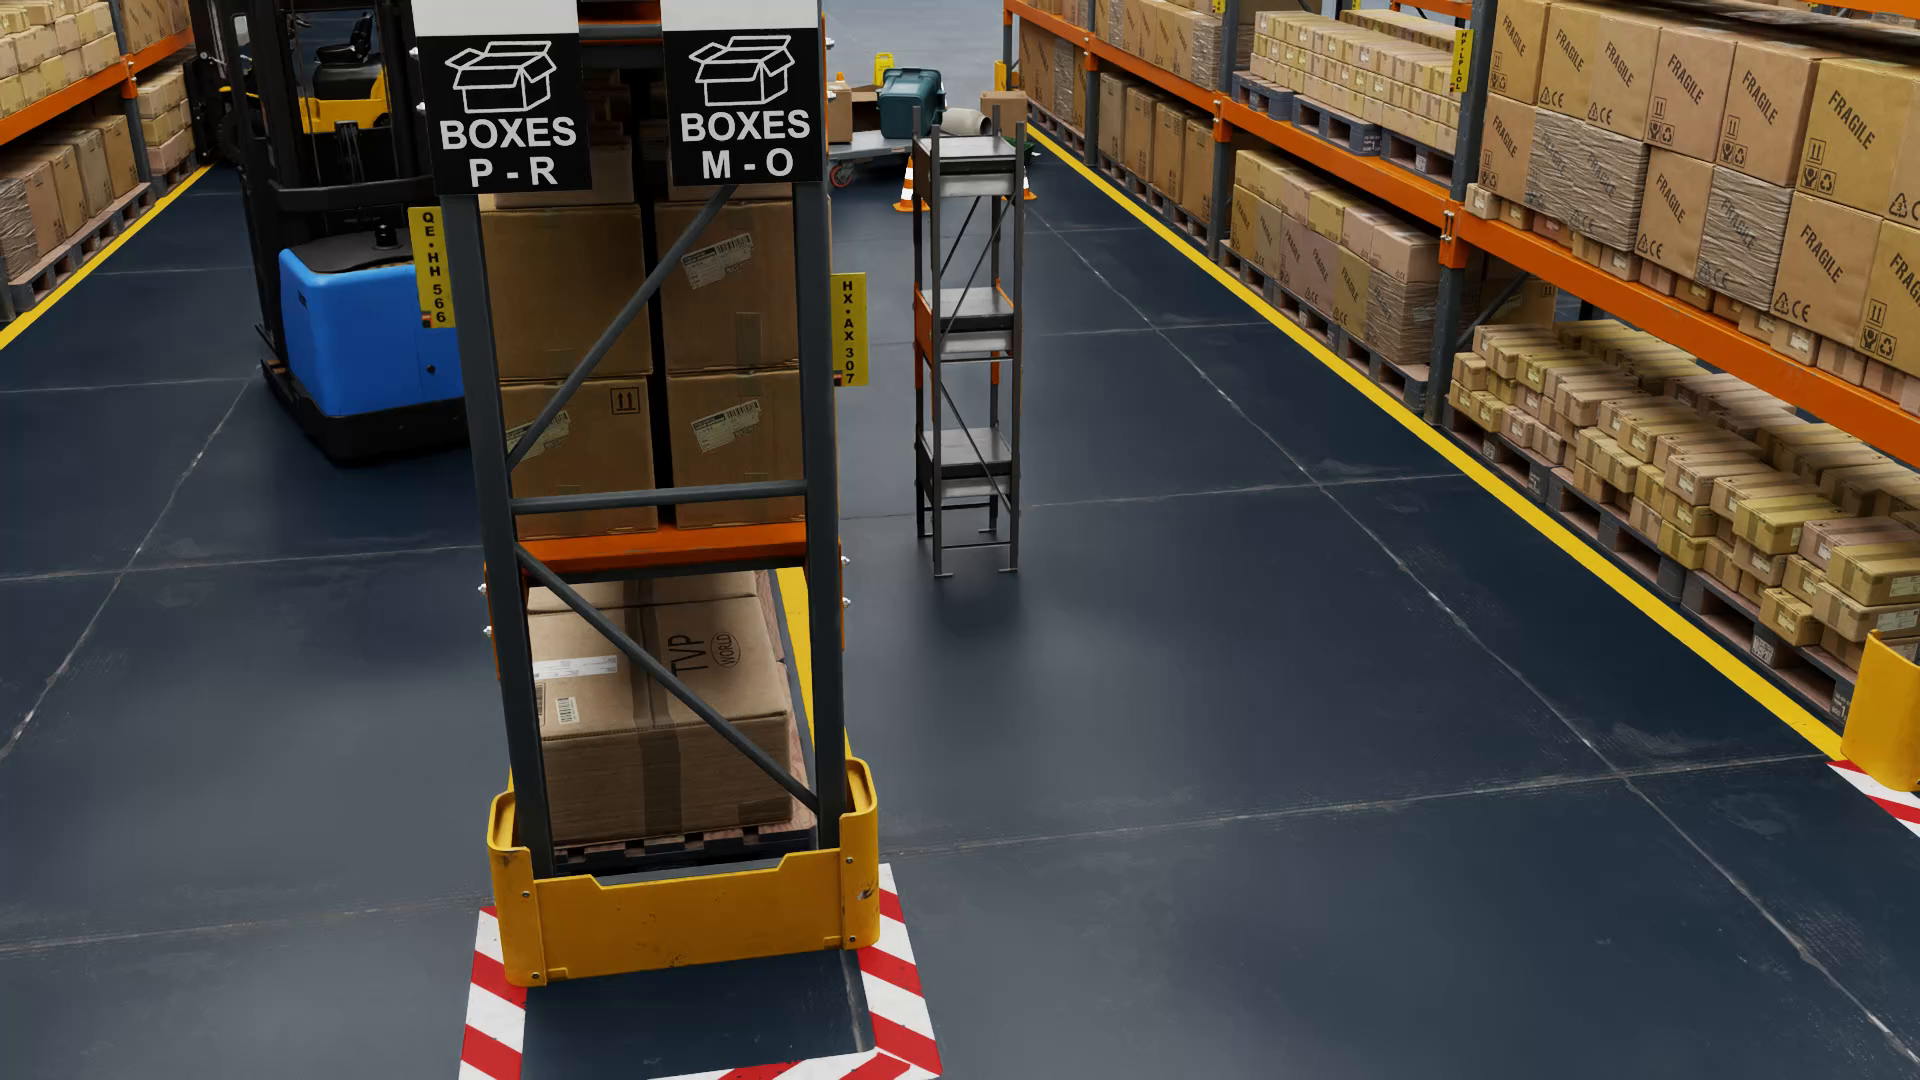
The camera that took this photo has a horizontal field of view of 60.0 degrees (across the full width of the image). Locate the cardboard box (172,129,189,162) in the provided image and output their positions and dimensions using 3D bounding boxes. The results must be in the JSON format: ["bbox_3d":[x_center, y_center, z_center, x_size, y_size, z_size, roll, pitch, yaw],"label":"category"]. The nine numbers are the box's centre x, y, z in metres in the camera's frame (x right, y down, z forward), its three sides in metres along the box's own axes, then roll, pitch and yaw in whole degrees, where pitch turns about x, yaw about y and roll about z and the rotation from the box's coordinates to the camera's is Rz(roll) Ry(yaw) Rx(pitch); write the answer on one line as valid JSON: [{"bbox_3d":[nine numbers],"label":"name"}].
[{"bbox_3d":[-7.826,-3.813,16.144,0.500,0.250,0.500,-5,24,-11],"label":"cardboard box"}]

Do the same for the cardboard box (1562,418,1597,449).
[{"bbox_3d":[3.292,-0.550,8.426,0.380,0.149,0.250,-3,24,-7],"label":"cardboard box"}]

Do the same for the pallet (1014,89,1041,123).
[{"bbox_3d":[1.255,-5.229,19.960,1.003,0.211,1.213,-4,24,-10],"label":"pallet"}]

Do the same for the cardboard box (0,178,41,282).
[{"bbox_3d":[-7.315,-2.245,12.085,0.875,0.625,0.625,-4,24,-8],"label":"cardboard box"}]

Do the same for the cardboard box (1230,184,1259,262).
[{"bbox_3d":[2.390,-2.419,12.640,0.500,0.500,0.500,-5,24,-12],"label":"cardboard box"}]

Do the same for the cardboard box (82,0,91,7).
[{"bbox_3d":[-7.606,-4.593,14.082,0.380,0.149,0.250,-5,24,-11],"label":"cardboard box"}]

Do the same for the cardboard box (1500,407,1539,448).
[{"bbox_3d":[3.147,-0.616,8.951,0.380,0.149,0.250,-4,24,-10],"label":"cardboard box"}]

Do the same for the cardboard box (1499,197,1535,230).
[{"bbox_3d":[3.101,-1.749,8.821,0.380,0.149,0.250,-4,24,-8],"label":"cardboard box"}]

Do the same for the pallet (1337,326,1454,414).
[{"bbox_3d":[3.104,-1.124,10.560,1.003,0.211,1.213,-4,24,-10],"label":"pallet"}]

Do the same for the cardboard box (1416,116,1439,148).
[{"bbox_3d":[2.933,-2.417,9.825,0.380,0.149,0.250,-4,24,-9],"label":"cardboard box"}]

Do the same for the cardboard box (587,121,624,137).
[{"bbox_3d":[-1.190,-1.142,4.933,0.380,0.149,0.250,-4,24,-9],"label":"cardboard box"}]

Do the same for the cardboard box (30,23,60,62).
[{"bbox_3d":[-7.345,-3.851,12.882,0.500,0.250,0.500,-4,24,-9],"label":"cardboard box"}]

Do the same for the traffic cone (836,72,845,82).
[{"bbox_3d":[-1.440,-5.390,20.012,0.336,0.463,0.334,-4,24,-10],"label":"traffic cone"}]

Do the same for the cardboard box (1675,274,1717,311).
[{"bbox_3d":[3.434,-1.131,7.406,0.380,0.149,0.250,-4,24,-9],"label":"cardboard box"}]

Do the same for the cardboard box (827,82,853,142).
[{"bbox_3d":[-1.332,-4.182,16.254,0.500,0.500,0.500,-4,24,-10],"label":"cardboard box"}]

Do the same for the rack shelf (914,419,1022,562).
[{"bbox_3d":[0.031,-0.243,7.966,0.431,0.518,0.480,-4,24,-10],"label":"rack shelf"}]

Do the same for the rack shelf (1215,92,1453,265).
[{"bbox_3d":[2.880,-2.553,11.246,1.077,0.370,4.000,-4,24,-10],"label":"rack shelf"}]

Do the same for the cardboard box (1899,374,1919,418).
[{"bbox_3d":[3.651,-0.515,5.995,0.380,0.149,0.250,-4,24,-10],"label":"cardboard box"}]

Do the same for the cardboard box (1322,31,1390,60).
[{"bbox_3d":[2.650,-3.306,11.118,0.380,0.149,0.250,-4,24,-8],"label":"cardboard box"}]

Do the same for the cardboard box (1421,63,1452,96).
[{"bbox_3d":[2.933,-2.695,9.719,0.380,0.149,0.250,-5,24,-11],"label":"cardboard box"}]

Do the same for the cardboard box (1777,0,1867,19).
[{"bbox_3d":[7.264,-4.444,14.029,0.500,0.500,0.500,-7,25,-16],"label":"cardboard box"}]

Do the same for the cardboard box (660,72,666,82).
[{"bbox_3d":[-0.876,-1.589,5.956,0.380,0.149,0.250,-4,24,-9],"label":"cardboard box"}]

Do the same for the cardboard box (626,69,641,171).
[{"bbox_3d":[-1.659,-1.789,7.225,0.500,0.500,0.500,-5,24,-10],"label":"cardboard box"}]

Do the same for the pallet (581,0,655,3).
[{"bbox_3d":[-1.004,-1.741,4.853,1.003,0.211,1.213,-4,24,-10],"label":"pallet"}]

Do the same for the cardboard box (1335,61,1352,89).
[{"bbox_3d":[2.695,-3.066,10.939,0.380,0.149,0.250,-3,24,-8],"label":"cardboard box"}]

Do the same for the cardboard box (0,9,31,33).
[{"bbox_3d":[-7.232,-3.891,12.477,0.380,0.149,0.250,-4,24,-9],"label":"cardboard box"}]

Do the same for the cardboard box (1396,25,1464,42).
[{"bbox_3d":[3.236,-3.458,11.467,0.380,0.149,0.250,-4,24,-10],"label":"cardboard box"}]

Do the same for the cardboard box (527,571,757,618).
[{"bbox_3d":[-1.254,0.254,6.598,0.875,0.438,0.875,-4,24,-8],"label":"cardboard box"}]

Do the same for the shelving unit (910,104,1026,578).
[{"bbox_3d":[0.031,-0.897,7.681,0.431,2.100,0.503,-4,24,-10],"label":"shelving unit"}]

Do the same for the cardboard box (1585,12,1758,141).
[{"bbox_3d":[3.267,-2.137,7.651,0.500,0.500,0.500,-4,24,-9],"label":"cardboard box"}]

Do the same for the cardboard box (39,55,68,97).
[{"bbox_3d":[-7.340,-3.623,12.984,0.500,0.250,0.500,-4,24,-8],"label":"cardboard box"}]

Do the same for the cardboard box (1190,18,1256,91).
[{"bbox_3d":[2.163,-3.872,13.244,0.500,0.500,0.500,-4,24,-10],"label":"cardboard box"}]

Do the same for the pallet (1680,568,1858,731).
[{"bbox_3d":[3.860,0.403,7.063,1.003,0.211,1.213,-4,24,-10],"label":"pallet"}]

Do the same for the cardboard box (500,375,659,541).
[{"bbox_3d":[-1.206,-0.332,5.138,0.500,0.500,0.500,-4,24,-9],"label":"cardboard box"}]

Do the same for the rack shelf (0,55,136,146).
[{"bbox_3d":[-7.583,-3.351,13.074,1.077,0.370,4.000,-4,24,-10],"label":"rack shelf"}]

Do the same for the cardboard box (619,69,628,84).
[{"bbox_3d":[-1.508,-1.849,6.551,0.380,0.149,0.250,-4,24,-10],"label":"cardboard box"}]

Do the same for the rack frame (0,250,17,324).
[{"bbox_3d":[-7.213,-2.894,11.129,1.000,3.000,0.127,-4,24,-10],"label":"rack frame"}]

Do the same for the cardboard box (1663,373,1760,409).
[{"bbox_3d":[3.823,-0.731,8.471,0.380,0.149,0.250,-5,24,-12],"label":"cardboard box"}]

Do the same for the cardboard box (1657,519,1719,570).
[{"bbox_3d":[3.408,0.004,7.530,0.380,0.149,0.250,-5,24,-12],"label":"cardboard box"}]

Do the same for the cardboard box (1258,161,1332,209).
[{"bbox_3d":[2.493,-2.571,12.051,0.500,0.250,0.500,-5,24,-10],"label":"cardboard box"}]

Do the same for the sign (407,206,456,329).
[{"bbox_3d":[-1.393,-0.721,4.410,0.100,0.325,0.005,-4,24,-10],"label":"sign"}]

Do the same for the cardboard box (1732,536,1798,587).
[{"bbox_3d":[3.513,0.064,7.020,0.380,0.149,0.250,-5,24,-12],"label":"cardboard box"}]

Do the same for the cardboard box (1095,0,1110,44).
[{"bbox_3d":[1.603,-5.062,15.967,0.500,0.500,0.500,-4,24,-9],"label":"cardboard box"}]

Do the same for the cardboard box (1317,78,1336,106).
[{"bbox_3d":[2.641,-3.034,11.239,0.380,0.149,0.250,-4,24,-9],"label":"cardboard box"}]

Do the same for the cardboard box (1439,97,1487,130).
[{"bbox_3d":[2.982,-2.451,9.533,0.380,0.149,0.250,-4,24,-8],"label":"cardboard box"}]

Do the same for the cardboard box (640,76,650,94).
[{"bbox_3d":[-1.049,-1.629,6.858,0.500,0.500,0.500,-4,24,-9],"label":"cardboard box"}]

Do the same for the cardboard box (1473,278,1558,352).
[{"bbox_3d":[3.374,-1.453,10.428,0.500,0.500,0.500,-3,24,-8],"label":"cardboard box"}]

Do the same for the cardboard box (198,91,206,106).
[{"bbox_3d":[-8.008,-4.438,16.949,0.500,0.250,0.500,-4,24,-10],"label":"cardboard box"}]

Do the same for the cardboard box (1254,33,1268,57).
[{"bbox_3d":[2.402,-3.678,12.341,0.380,0.149,0.250,-3,24,-7],"label":"cardboard box"}]

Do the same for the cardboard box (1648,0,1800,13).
[{"bbox_3d":[3.703,-2.368,8.179,0.500,0.500,0.500,-5,24,-11],"label":"cardboard box"}]

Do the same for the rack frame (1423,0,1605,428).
[{"bbox_3d":[3.250,-2.096,9.301,1.000,3.000,0.127,-4,24,-10],"label":"rack frame"}]

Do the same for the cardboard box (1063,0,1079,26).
[{"bbox_3d":[1.566,-5.670,17.298,0.875,0.550,0.550,-4,24,-10],"label":"cardboard box"}]

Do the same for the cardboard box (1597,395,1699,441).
[{"bbox_3d":[3.367,-0.587,8.140,0.380,0.149,0.250,-5,24,-12],"label":"cardboard box"}]

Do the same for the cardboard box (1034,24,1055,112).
[{"bbox_3d":[1.386,-5.427,19.058,0.875,0.875,0.875,-5,24,-11],"label":"cardboard box"}]

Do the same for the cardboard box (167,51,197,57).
[{"bbox_3d":[-8.201,-5.073,17.780,0.500,0.250,0.500,-4,24,-9],"label":"cardboard box"}]

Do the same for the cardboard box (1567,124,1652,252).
[{"bbox_3d":[3.250,-1.670,7.829,0.500,0.500,0.500,-5,24,-11],"label":"cardboard box"}]

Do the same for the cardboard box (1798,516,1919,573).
[{"bbox_3d":[3.652,0.026,6.736,0.380,0.149,0.250,-4,24,-9],"label":"cardboard box"}]

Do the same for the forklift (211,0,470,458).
[{"bbox_3d":[-3.741,-2.334,9.931,1.130,2.935,3.031,-14,27,-28],"label":"forklift"}]

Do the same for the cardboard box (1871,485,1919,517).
[{"bbox_3d":[4.136,-0.121,7.072,0.380,0.149,0.250,-4,24,-10],"label":"cardboard box"}]
